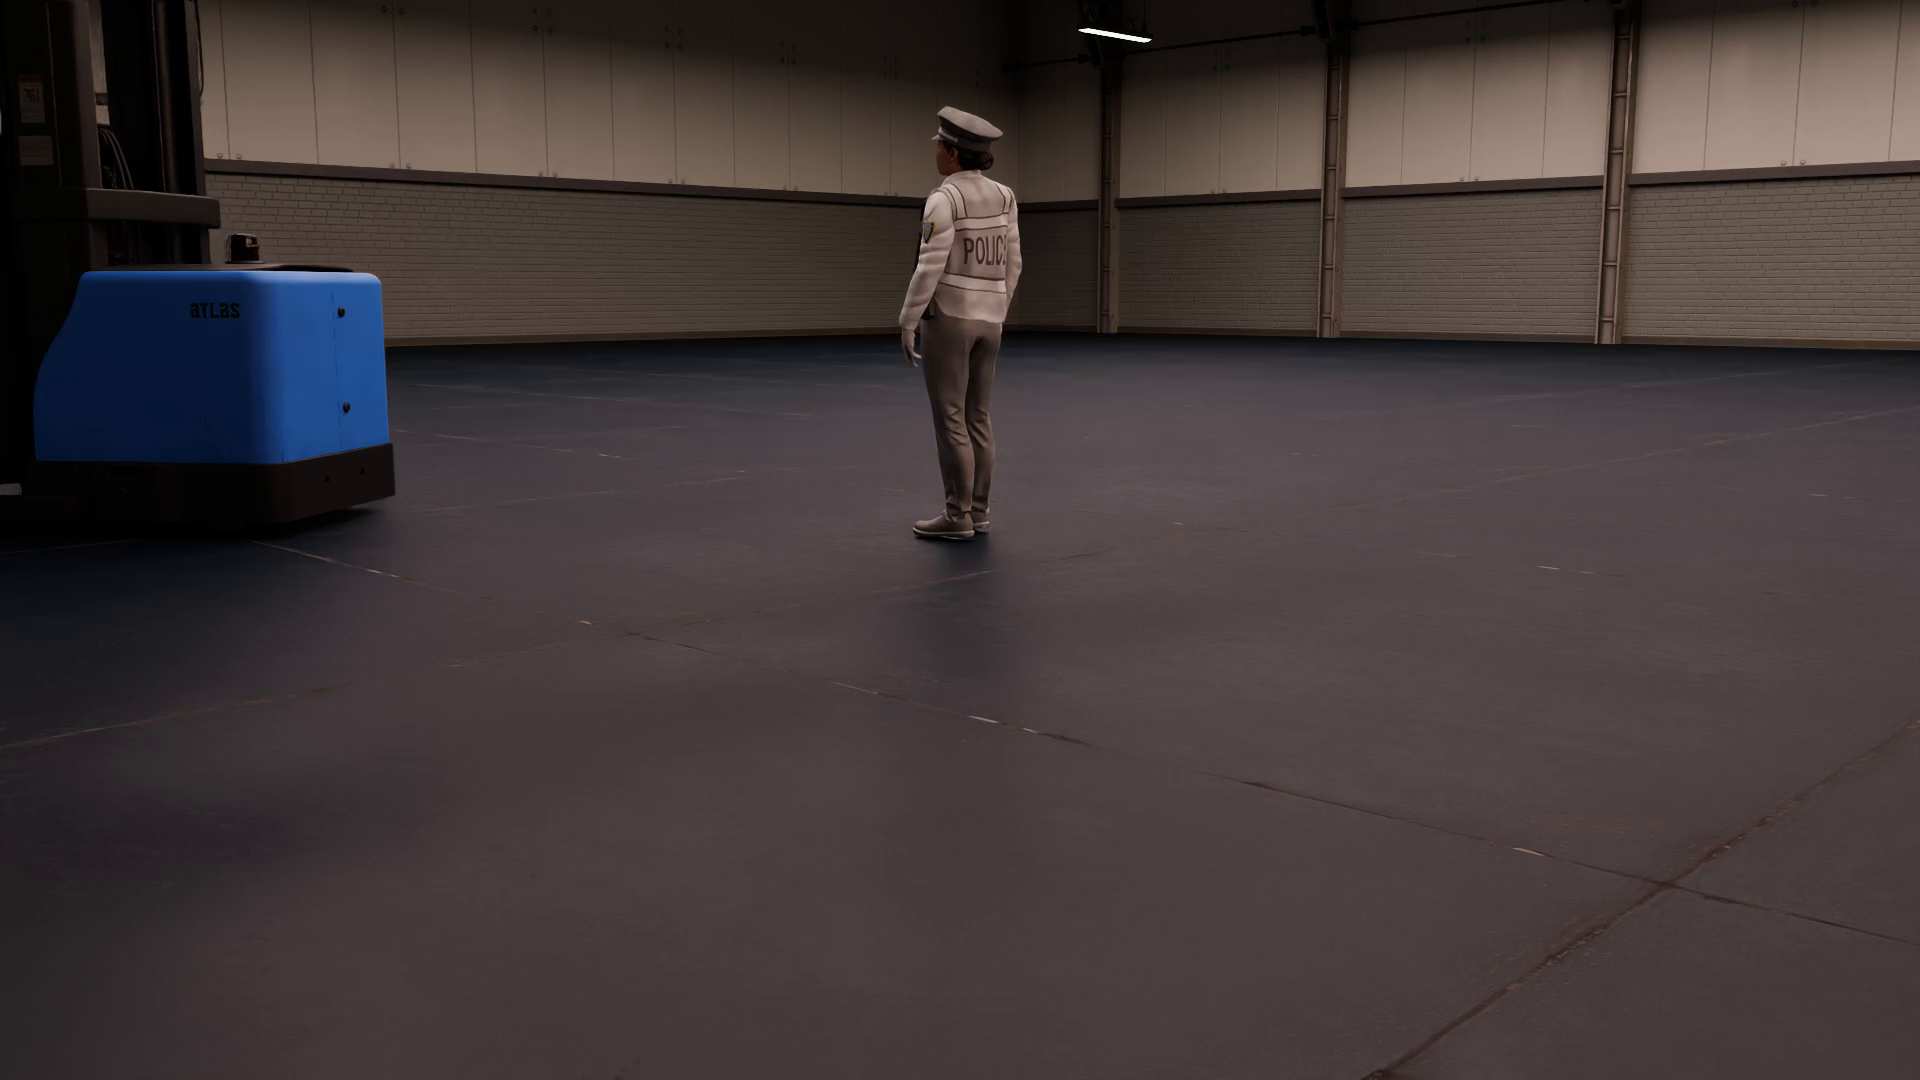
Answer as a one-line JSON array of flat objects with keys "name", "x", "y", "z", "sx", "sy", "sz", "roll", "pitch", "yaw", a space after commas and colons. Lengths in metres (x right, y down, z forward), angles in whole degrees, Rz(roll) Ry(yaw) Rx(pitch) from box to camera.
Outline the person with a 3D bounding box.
[{"name": "person", "x": -0.045, "y": -0.853, "z": 6.642, "sx": 0.531, "sy": 1.695, "sz": 0.588, "roll": 8, "pitch": 12, "yaw": 43}]

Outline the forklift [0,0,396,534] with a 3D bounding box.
[{"name": "forklift", "x": -4.140, "y": -1.550, "z": 7.164, "sx": 3.031, "sy": 2.935, "sz": 1.130, "roll": 1, "pitch": 9, "yaw": 8}]
